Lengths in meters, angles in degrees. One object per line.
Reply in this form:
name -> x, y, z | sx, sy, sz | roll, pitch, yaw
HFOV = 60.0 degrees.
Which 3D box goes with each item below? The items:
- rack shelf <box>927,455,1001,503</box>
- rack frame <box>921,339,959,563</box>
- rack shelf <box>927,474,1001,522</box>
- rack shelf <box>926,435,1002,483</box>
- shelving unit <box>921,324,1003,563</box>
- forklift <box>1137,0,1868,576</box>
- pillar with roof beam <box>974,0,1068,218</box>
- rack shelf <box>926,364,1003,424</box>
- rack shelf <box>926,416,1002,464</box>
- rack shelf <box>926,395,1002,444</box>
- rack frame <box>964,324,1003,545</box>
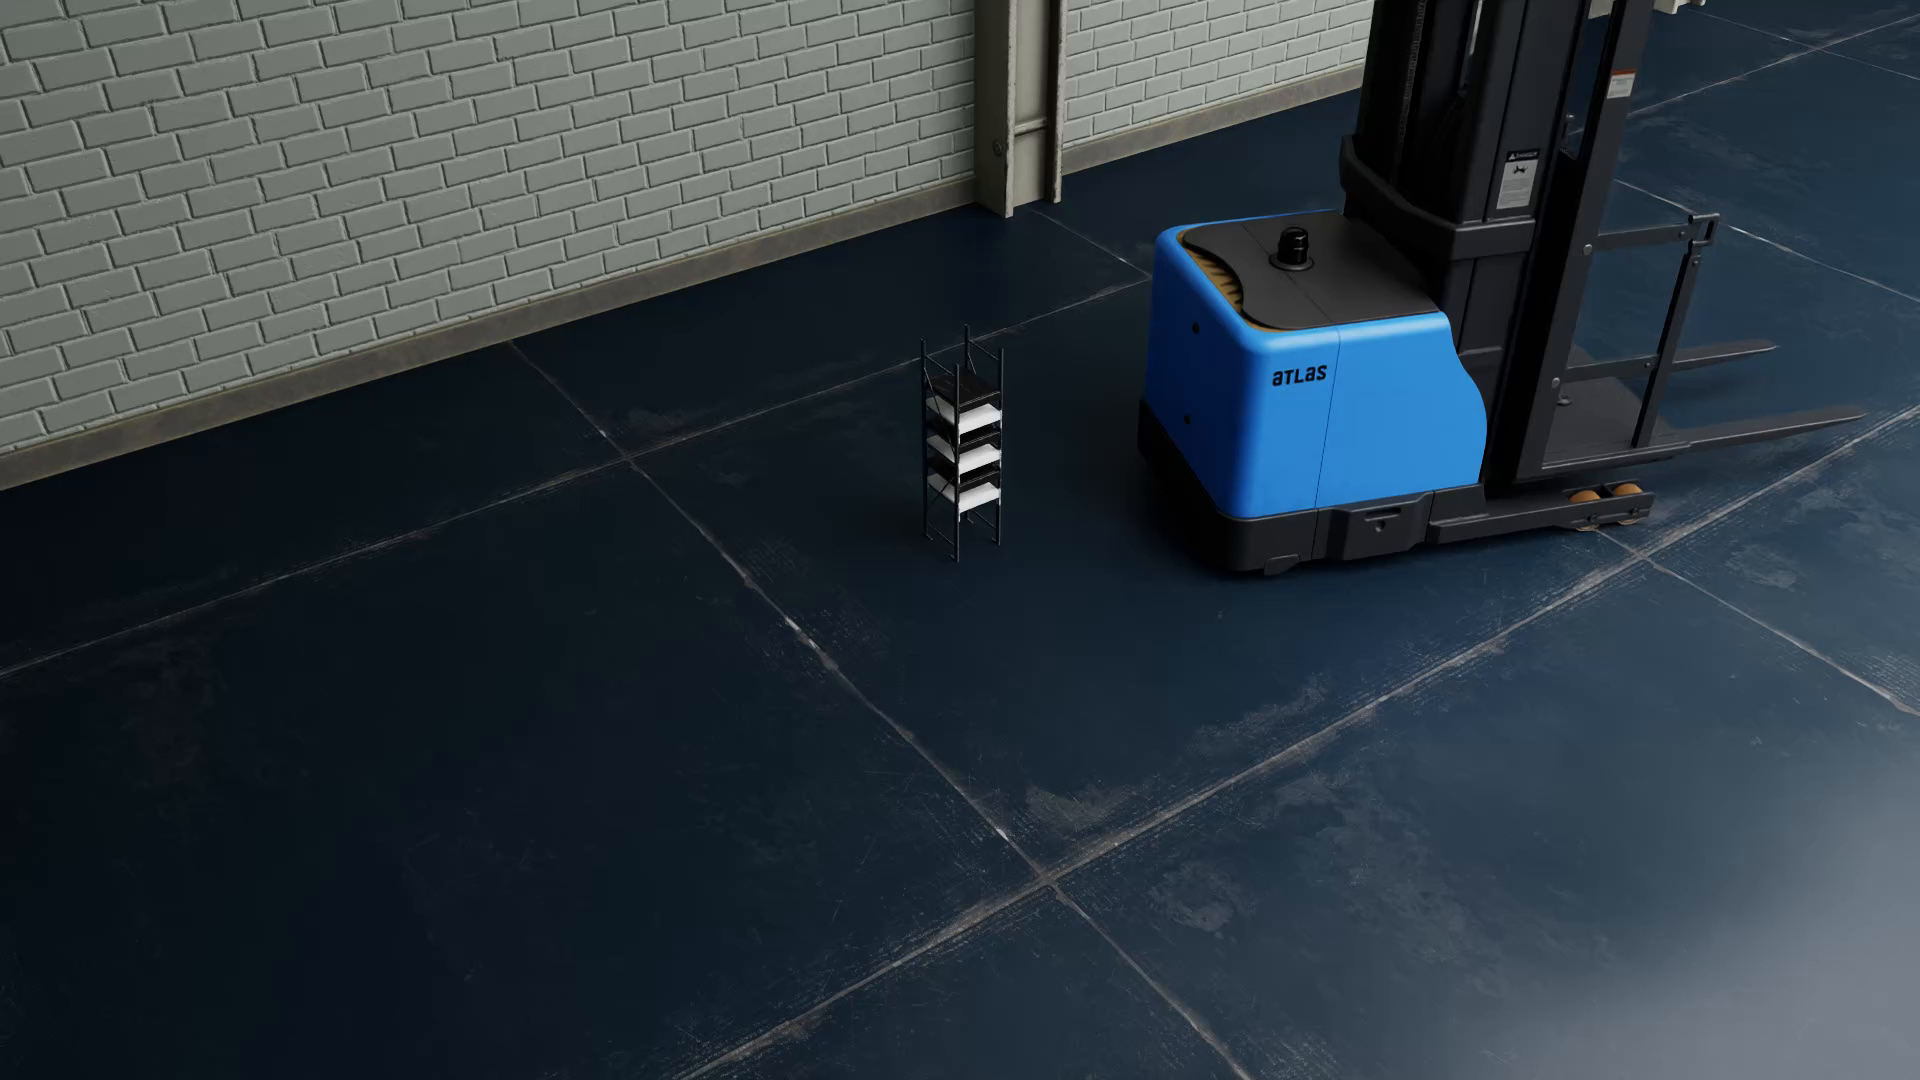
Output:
rack shelf -> 0.007, -0.268, 6.563 | 0.200, 0.077, 0.258 | -22, 41, -28
rack frame -> -0.076, -0.334, 6.443 | 0.006, 0.900, 0.240 | -22, 41, -28
rack shelf -> 0.007, -0.195, 6.616 | 0.200, 0.077, 0.258 | -22, 41, -28
rack shelf -> 0.007, -0.341, 6.511 | 0.200, 0.077, 0.258 | -22, 41, -28
shelving unit -> 0.007, -0.368, 6.491 | 0.210, 0.900, 0.258 | -22, 41, -28
forklift -> 2.341, -1.514, 6.345 | 3.031, 2.935, 1.130 | -9, 37, -12
pillar with roof beam -> 2.805, -3.528, 3.948 | 0.400, 9.000, 9.100 | -22, 41, -28
rack shelf -> 0.007, -0.560, 6.353 | 0.200, 0.077, 0.258 | -22, 41, -28
rack shelf -> 0.007, -0.414, 6.458 | 0.200, 0.077, 0.258 | -22, 41, -28
rack shelf -> 0.007, -0.487, 6.405 | 0.200, 0.077, 0.258 | -22, 41, -28
rack frame -> 0.090, -0.402, 6.539 | 0.006, 0.900, 0.240 | -22, 41, -28
